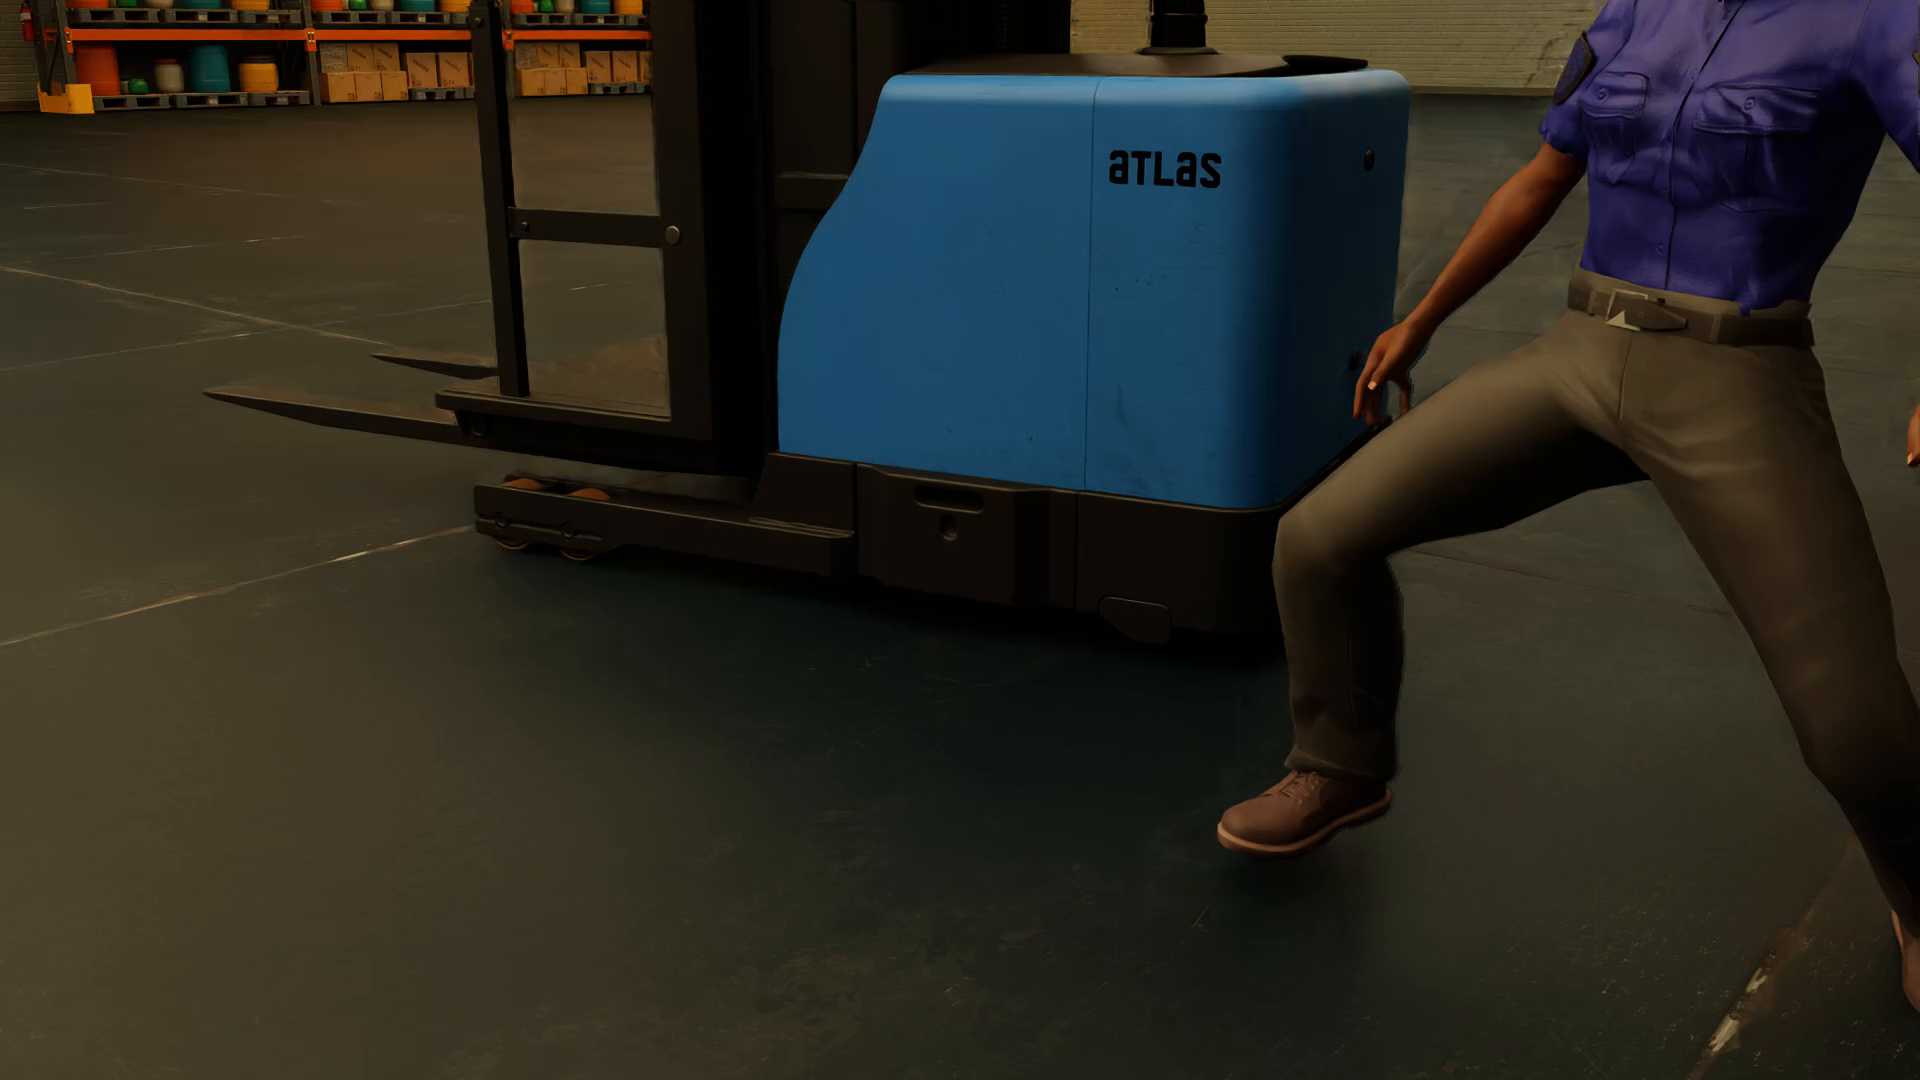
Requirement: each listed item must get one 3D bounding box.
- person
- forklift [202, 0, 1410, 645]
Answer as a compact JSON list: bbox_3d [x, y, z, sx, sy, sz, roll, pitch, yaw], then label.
[{"bbox_3d":[0.893,-0.171,2.000,0.749,1.539,0.902,-11,20,-31],"label":"person"},{"bbox_3d":[-0.553,-1.480,3.771,3.031,2.935,1.130,8,19,26],"label":"forklift"}]
